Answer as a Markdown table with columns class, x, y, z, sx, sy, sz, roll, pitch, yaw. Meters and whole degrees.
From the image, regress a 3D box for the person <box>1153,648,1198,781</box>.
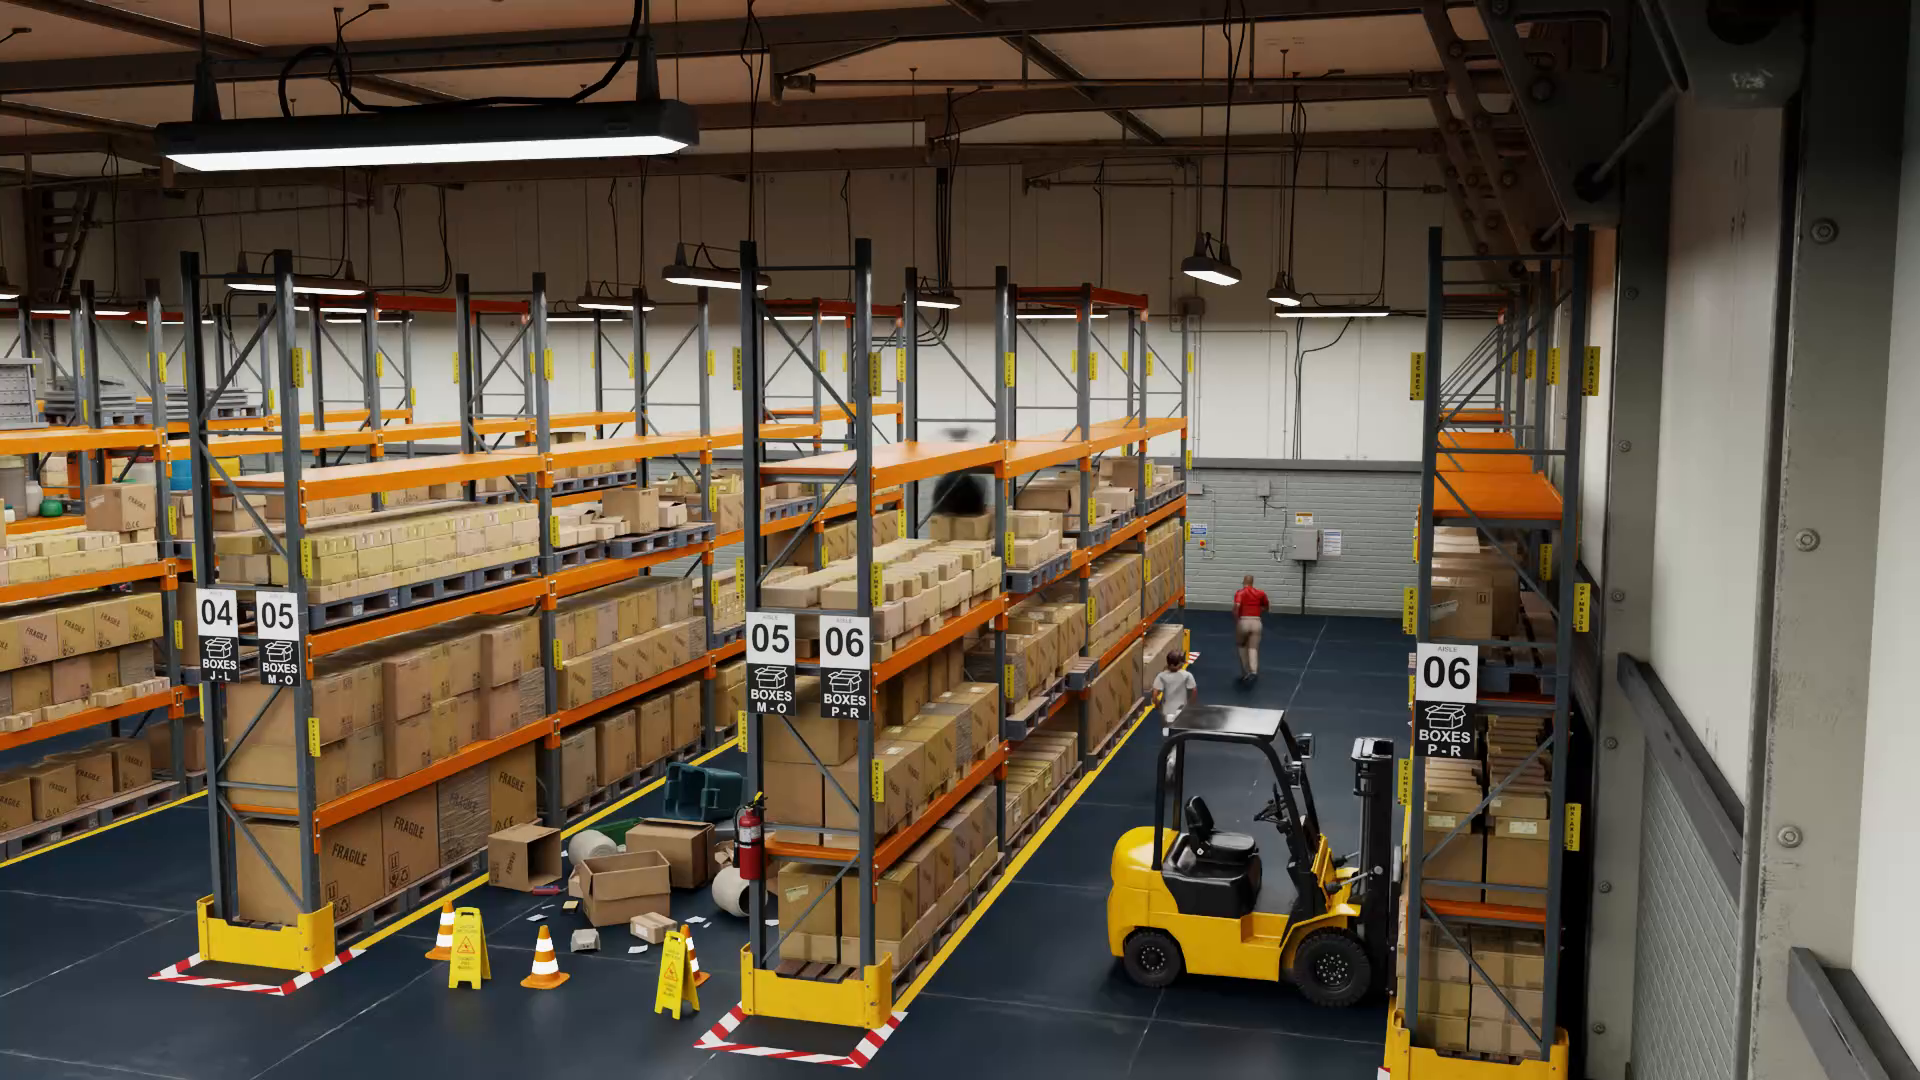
| class | x | y | z | sx | sy | sz | roll | pitch | yaw |
| --- | --- | --- | --- | --- | --- | --- | --- | --- | --- |
| person | 2.609 | 2.123 | 20.174 | 0.546 | 1.613 | 0.550 | 1 | 7 | 10 |

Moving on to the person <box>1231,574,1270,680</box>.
| class | x | y | z | sx | sy | sz | roll | pitch | yaw |
| --- | --- | --- | --- | --- | --- | --- | --- | --- | --- |
| person | 4.576 | 1.406 | 26.223 | 0.667 | 1.697 | 0.804 | -1 | 6 | -6 |
